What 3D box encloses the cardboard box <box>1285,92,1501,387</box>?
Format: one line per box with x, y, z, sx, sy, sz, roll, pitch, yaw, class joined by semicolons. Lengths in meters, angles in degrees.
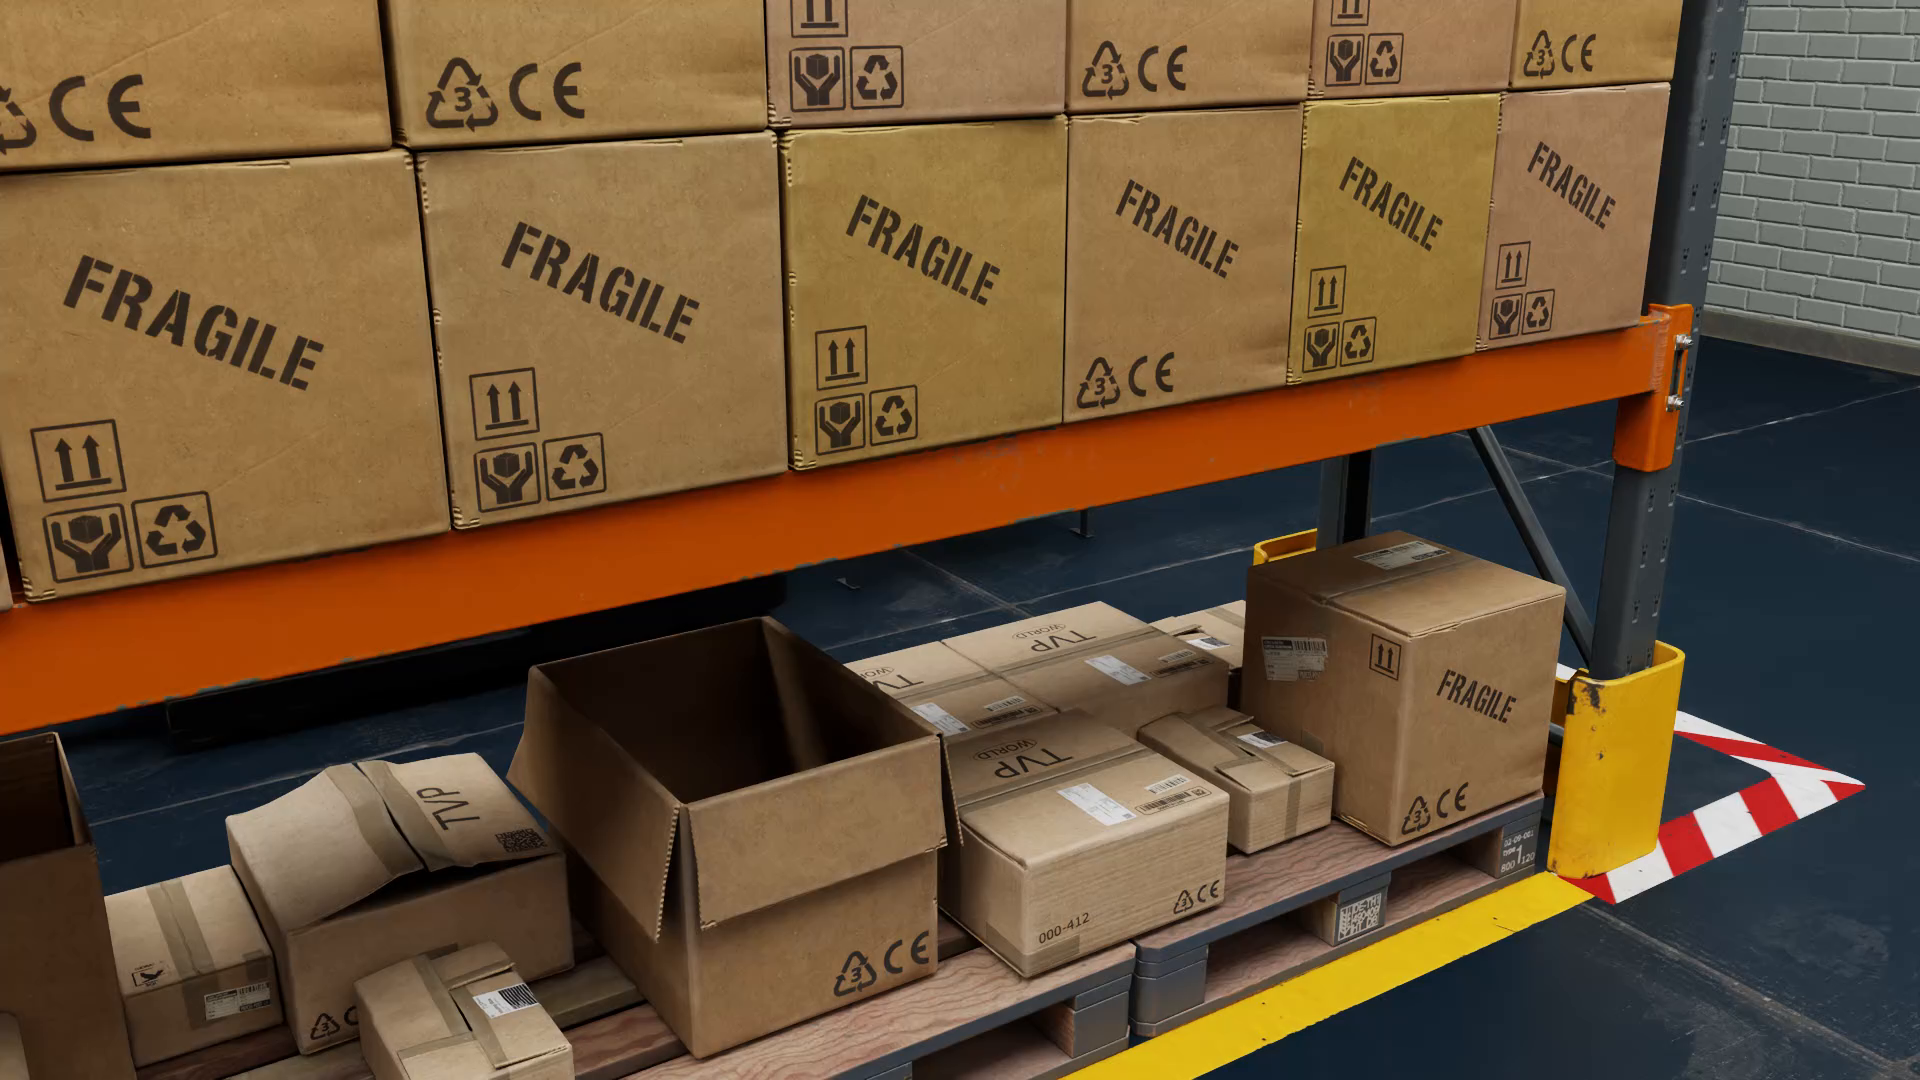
0.666;-0.621;3.243;0.500;0.500;0.500;-12;22;-31;cardboard box

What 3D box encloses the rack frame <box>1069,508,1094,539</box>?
0.353;-0.785;6.225;0.032;1.500;0.500;-12;22;-31;rack frame

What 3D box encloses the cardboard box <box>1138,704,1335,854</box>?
0.615;0.525;3.746;0.250;0.166;0.380;-12;22;-31;cardboard box

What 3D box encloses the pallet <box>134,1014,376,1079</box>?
-1.445;1.087;2.700;1.213;0.211;1.003;-12;22;-31;pallet

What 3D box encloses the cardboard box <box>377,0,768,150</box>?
-0.611;-0.824;2.280;0.500;0.500;0.500;-13;22;-33;cardboard box

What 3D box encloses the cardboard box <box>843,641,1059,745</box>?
-0.124;0.472;3.771;0.500;0.250;0.500;-12;22;-31;cardboard box

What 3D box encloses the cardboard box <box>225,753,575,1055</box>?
-1.073;0.644;3.169;0.500;0.311;0.500;-12;22;-31;cardboard box

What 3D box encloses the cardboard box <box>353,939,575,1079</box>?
-0.833;0.849;2.786;0.250;0.166;0.380;-12;22;-31;cardboard box

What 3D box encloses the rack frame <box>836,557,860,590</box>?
-0.496;-0.606;5.695;0.032;1.500;0.500;-12;22;-31;rack frame

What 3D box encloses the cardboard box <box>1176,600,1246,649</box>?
0.783;0.306;4.421;0.250;0.149;0.380;-12;22;-31;cardboard box

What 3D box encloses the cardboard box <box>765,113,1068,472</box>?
-0.175;-0.446;2.725;0.500;0.500;0.500;-12;22;-32;cardboard box

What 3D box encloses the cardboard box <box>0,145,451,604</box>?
-1.018;-0.269;2.200;0.500;0.500;0.500;-11;22;-30;cardboard box

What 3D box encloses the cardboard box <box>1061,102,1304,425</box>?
0.246;-0.535;2.987;0.500;0.500;0.500;-12;22;-31;cardboard box

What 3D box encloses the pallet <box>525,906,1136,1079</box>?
-0.425;0.871;3.340;1.213;0.211;1.003;-12;22;-31;pallet

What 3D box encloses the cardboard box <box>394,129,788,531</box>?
-0.599;-0.356;2.459;0.500;0.500;0.500;-12;22;-32;cardboard box

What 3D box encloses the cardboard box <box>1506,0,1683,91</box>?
1.101;-1.187;3.355;0.500;0.500;0.500;-12;22;-32;cardboard box

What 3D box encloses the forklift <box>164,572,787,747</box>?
-2.100;-1.013;4.664;3.031;2.935;1.130;-11;21;-29;forklift

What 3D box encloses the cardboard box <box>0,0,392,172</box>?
-1.040;-0.733;2.013;0.500;0.500;0.500;-13;22;-33;cardboard box

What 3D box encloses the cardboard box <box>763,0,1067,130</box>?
-0.180;-0.915;2.550;0.500;0.500;0.500;-11;22;-30;cardboard box

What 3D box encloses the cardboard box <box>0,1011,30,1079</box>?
-1.550;0.936;2.304;0.500;0.311;0.500;-12;22;-31;cardboard box

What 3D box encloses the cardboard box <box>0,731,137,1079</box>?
-1.699;0.686;2.748;0.500;0.500;0.500;-12;22;-31;cardboard box

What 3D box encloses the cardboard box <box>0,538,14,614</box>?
-1.444;-0.178;1.931;0.500;0.500;0.500;-11;22;-30;cardboard box

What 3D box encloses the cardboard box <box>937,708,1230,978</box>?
0.193;0.597;3.401;0.500;0.250;0.500;-12;22;-31;cardboard box

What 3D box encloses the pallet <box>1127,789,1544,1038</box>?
0.593;0.657;3.972;1.213;0.211;1.003;-12;22;-31;pallet

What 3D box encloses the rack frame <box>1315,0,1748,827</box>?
1.322;-0.818;3.981;0.127;3.000;1.000;-12;22;-31;rack frame

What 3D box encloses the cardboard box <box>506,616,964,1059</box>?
-0.453;0.528;3.209;0.637;0.503;0.797;-12;22;-31;cardboard box

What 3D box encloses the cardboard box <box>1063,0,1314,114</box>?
0.249;-1.005;2.817;0.500;0.500;0.500;-11;22;-30;cardboard box

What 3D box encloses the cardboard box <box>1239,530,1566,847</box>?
1.003;0.319;3.832;0.500;0.500;0.500;-12;22;-31;cardboard box

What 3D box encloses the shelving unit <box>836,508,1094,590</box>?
-0.071;-0.695;5.960;1.048;1.500;0.538;-12;22;-31;shelving unit

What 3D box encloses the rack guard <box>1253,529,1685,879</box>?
1.258;0.380;4.342;0.348;0.500;1.175;-12;22;-31;rack guard

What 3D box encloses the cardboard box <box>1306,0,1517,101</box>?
0.680;-1.098;3.091;0.500;0.500;0.500;-11;22;-30;cardboard box

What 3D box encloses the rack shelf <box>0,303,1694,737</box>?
-0.349;-0.125;3.054;4.000;0.370;1.077;-12;22;-31;rack shelf

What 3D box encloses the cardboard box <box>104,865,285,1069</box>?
-1.419;0.770;3.047;0.250;0.149;0.380;-12;22;-31;cardboard box

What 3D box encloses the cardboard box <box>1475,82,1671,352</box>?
1.097;-0.714;3.516;0.500;0.500;0.500;-11;22;-30;cardboard box

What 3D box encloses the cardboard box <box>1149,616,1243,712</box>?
0.574;0.342;4.288;0.250;0.166;0.380;-12;22;-31;cardboard box

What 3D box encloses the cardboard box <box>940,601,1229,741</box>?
0.294;0.384;4.031;0.500;0.250;0.500;-12;22;-31;cardboard box
